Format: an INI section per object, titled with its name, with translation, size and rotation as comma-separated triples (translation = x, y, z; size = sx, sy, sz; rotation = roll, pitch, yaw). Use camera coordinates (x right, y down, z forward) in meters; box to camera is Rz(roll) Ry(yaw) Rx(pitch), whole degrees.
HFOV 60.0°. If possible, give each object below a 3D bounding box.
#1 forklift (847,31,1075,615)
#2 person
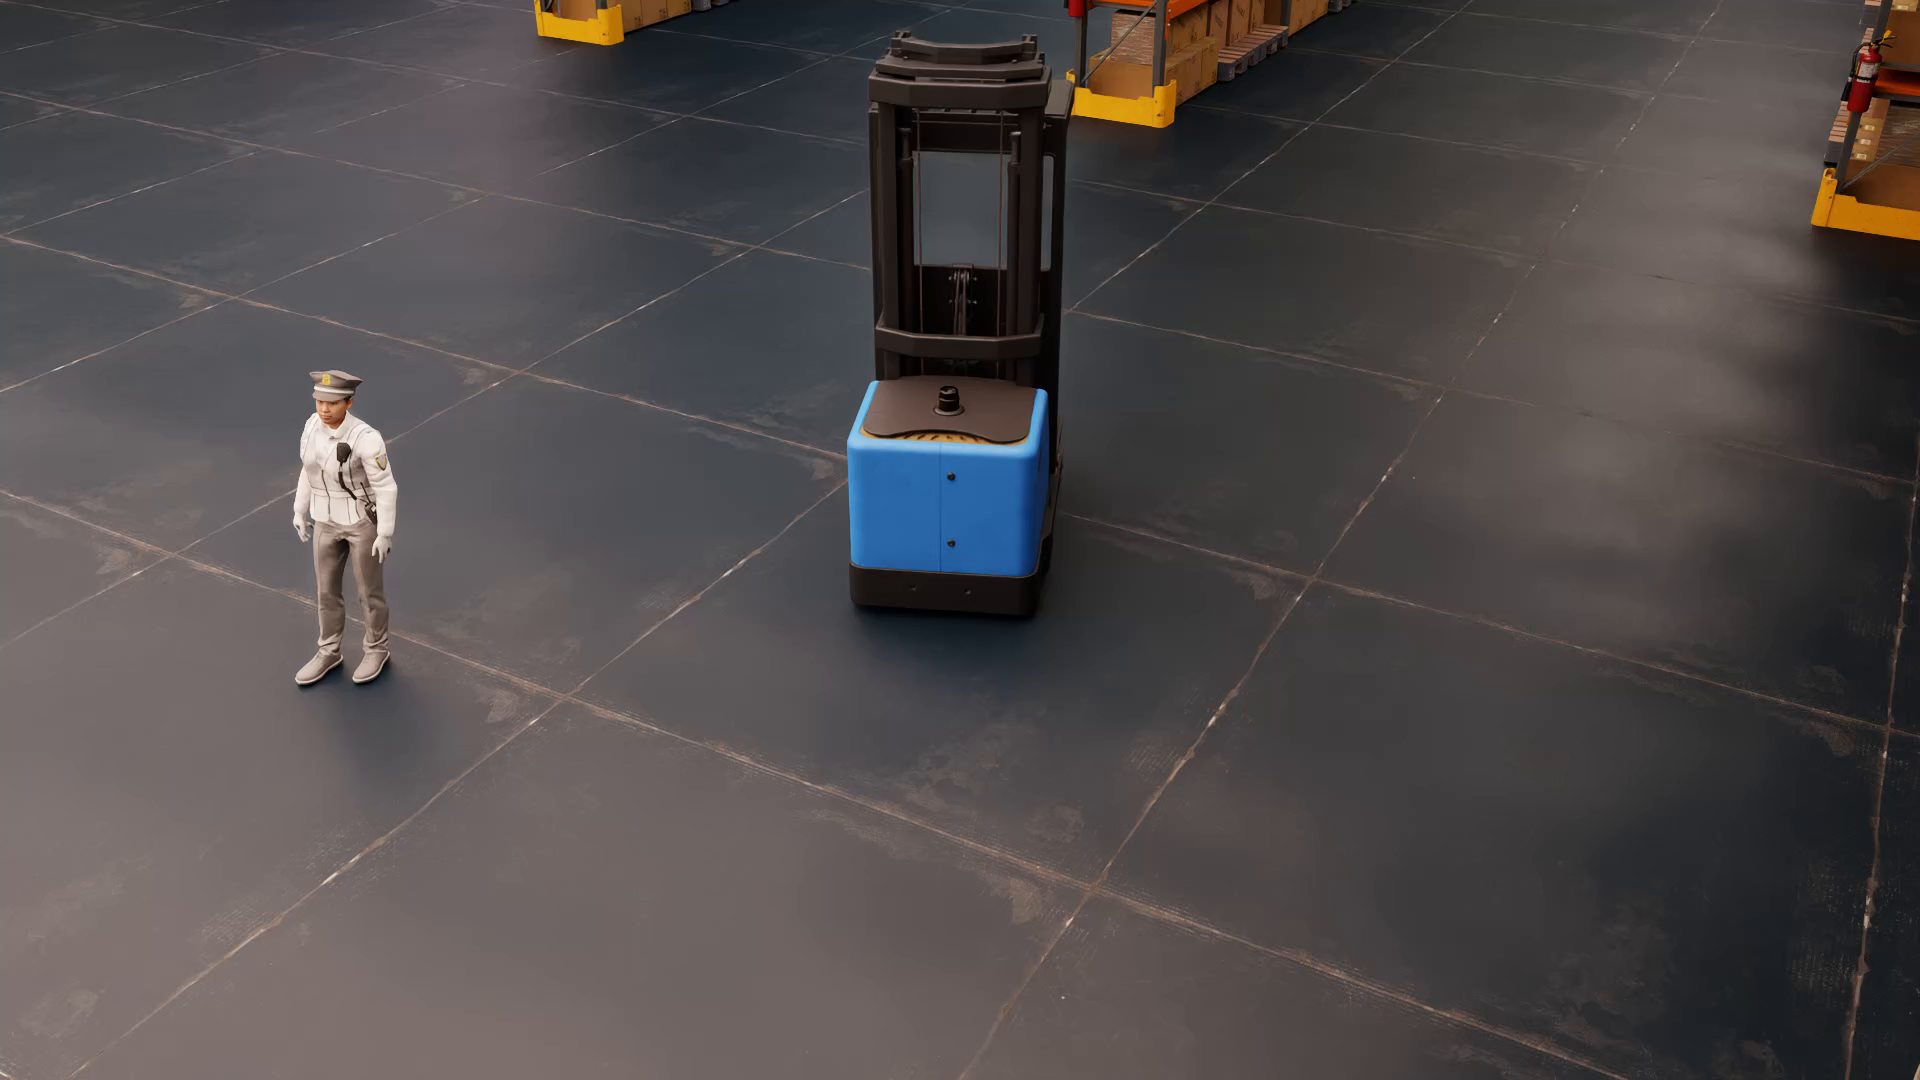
[forklift]
translation = 0.072, -1.572, 9.794
size = 1.130, 2.935, 3.031
rotation = 3, 30, 6
[person]
translation = -3.131, -0.056, 8.391
size = 0.588, 1.694, 0.529
rotation = 10, 31, 17
